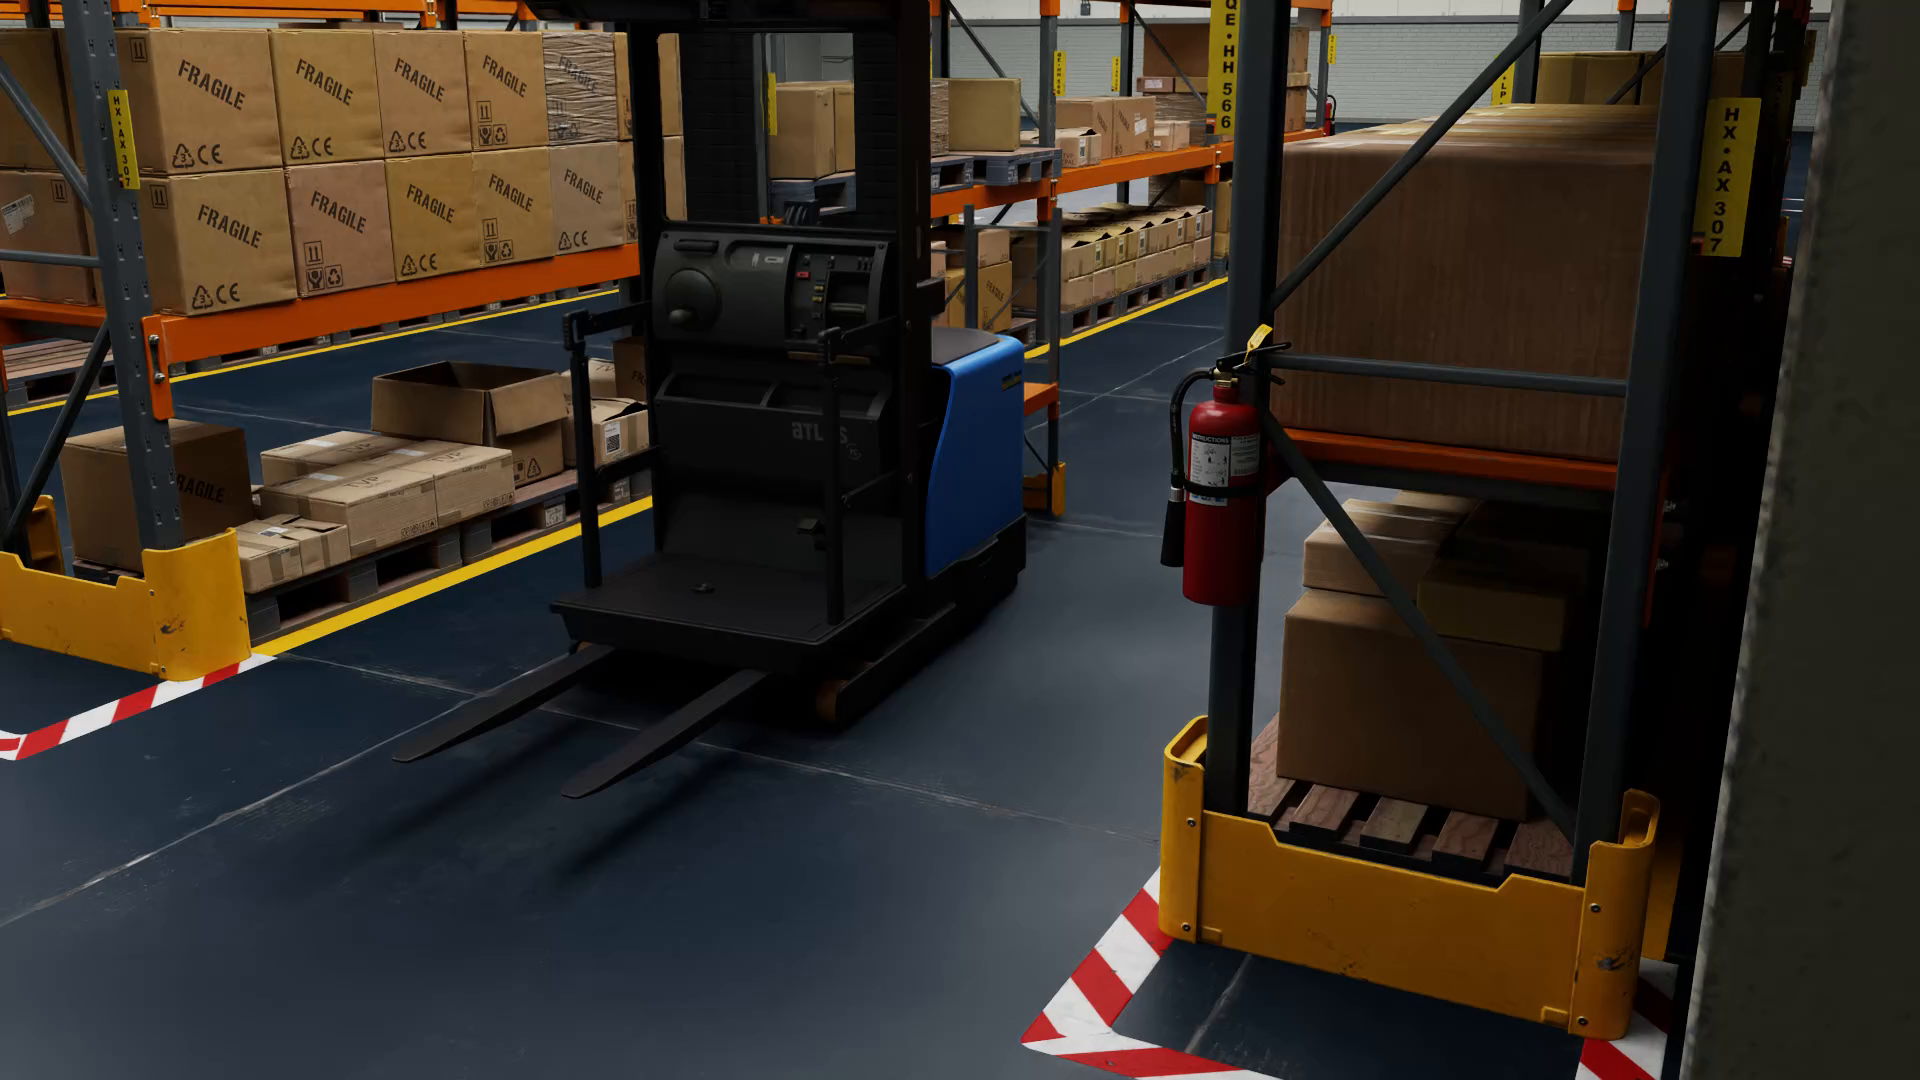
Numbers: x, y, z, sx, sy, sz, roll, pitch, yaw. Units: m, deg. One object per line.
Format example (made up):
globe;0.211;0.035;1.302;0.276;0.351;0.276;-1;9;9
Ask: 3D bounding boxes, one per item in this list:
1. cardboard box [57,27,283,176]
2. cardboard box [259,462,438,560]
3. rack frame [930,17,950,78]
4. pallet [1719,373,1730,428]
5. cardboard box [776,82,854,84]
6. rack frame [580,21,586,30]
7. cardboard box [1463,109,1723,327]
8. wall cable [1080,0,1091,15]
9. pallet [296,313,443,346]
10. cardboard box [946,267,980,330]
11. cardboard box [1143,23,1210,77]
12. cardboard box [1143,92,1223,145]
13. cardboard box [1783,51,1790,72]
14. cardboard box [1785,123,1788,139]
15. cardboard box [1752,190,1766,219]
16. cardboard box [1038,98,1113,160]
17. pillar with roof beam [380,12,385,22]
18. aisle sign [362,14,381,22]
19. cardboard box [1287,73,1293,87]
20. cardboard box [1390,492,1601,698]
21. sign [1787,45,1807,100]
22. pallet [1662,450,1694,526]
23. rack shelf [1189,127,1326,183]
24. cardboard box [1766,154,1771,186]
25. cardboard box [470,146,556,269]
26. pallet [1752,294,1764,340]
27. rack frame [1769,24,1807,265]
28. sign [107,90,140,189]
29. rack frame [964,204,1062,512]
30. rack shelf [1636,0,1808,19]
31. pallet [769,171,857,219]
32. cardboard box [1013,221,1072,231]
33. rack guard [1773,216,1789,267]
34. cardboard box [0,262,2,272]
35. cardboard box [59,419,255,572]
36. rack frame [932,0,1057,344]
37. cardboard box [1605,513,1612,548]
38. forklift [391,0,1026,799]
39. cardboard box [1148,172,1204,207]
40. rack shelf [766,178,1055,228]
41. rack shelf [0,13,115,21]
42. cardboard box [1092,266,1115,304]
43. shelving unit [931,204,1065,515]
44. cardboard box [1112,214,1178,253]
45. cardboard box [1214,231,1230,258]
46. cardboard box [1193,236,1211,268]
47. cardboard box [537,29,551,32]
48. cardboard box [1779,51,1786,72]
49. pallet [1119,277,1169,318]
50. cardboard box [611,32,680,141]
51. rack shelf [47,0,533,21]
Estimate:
cardboard box;-2.886;-1.616;6.099;0.500;0.500;0.500;9;19;27
cardboard box;-2.600;-0.132;7.091;0.500;0.250;0.500;8;18;25
rack frame;-0.601;-5.716;21.835;1.000;3.000;0.127;8;18;25
pallet;4.268;-0.890;10.483;1.003;0.211;1.213;8;18;25
cardboard box;-0.799;-2.735;10.886;0.700;0.500;0.500;3;17;11
rack frame;-5.032;-6.346;23.956;1.000;3.000;0.127;8;18;25
cardboard box;2.312;-1.221;6.175;0.980;0.700;0.700;8;18;24
wall cable;4.933;-19.693;52.382;2.305;6.003;0.169;8;18;25
pallet;-5.037;-1.826;13.635;1.003;0.211;1.213;8;18;25
cardboard box;-0.185;-1.660;11.796;0.500;0.500;0.500;7;18;23
cardboard box;2.234;-4.850;16.464;0.700;0.500;0.500;8;18;26
cardboard box;2.234;-4.228;16.648;0.700;0.500;0.500;8;18;24
cardboard box;4.717;-2.829;10.064;0.500;0.250;0.500;9;19;27
cardboard box;8.004;-4.116;16.676;0.500;0.250;0.500;9;19;27
cardboard box;4.373;-1.923;9.472;0.380;0.149;0.250;8;18;24
cardboard box;0.989;-3.524;14.281;0.500;0.500;0.500;7;18;22
pillar with roof beam;-10.244;-13.560;37.706;9.100;9.000;0.400;8;18;25
aisle sign;-9.124;-8.229;25.730;0.394;0.787;0.004;8;18;25
cardboard box;3.484;-5.126;18.535;0.380;0.149;0.250;8;18;26
cardboard box;1.784;0.170;5.670;0.700;0.500;0.500;7;18;24
sign;5.186;-2.903;10.330;0.100;0.325;0.005;8;18;25
pallet;3.178;-0.268;8.391;1.003;0.211;1.213;8;18;25
rack shelf;2.935;-4.231;18.097;1.077;0.370;4.000;8;18;25
cardboard box;4.250;-2.208;9.290;0.500;0.500;0.500;8;19;26
cardboard box;-2.209;-1.523;7.543;0.500;0.500;0.500;8;18;26
pallet;6.128;-1.901;13.889;1.003;0.211;1.213;8;18;25
rack frame;8.262;-4.456;17.591;1.000;3.000;0.127;8;18;25
sign;-2.835;-1.355;5.633;0.100;0.325;0.005;8;18;25
rack frame;0.252;-0.891;8.224;0.500;1.500;0.032;7;18;23
rack shelf;5.581;-4.020;12.121;1.077;0.370;4.000;8;18;25
pallet;-1.078;-2.126;10.084;1.003;0.211;1.213;8;18;25
cardboard box;0.722;-2.625;14.536;0.500;0.311;0.500;8;18;25
rack guard;8.228;-3.238;17.882;1.175;0.500;0.348;8;18;25
cardboard box;-9.339;-3.092;15.994;1.225;0.875;0.875;8;18;26
cardboard box;-3.298;-0.192;6.853;0.500;0.500;0.500;8;18;25
rack frame;0.254;-3.047;12.849;1.000;3.000;0.127;8;18;25
cardboard box;1.910;-0.086;5.391;0.380;0.149;0.250;8;18;26
forklift;-0.769;-0.904;5.754;1.130;2.935;3.031;7;18;23
cardboard box;2.287;-3.580;17.419;0.500;0.500;0.500;8;18;25
rack shelf;-0.639;-2.193;11.236;1.077;0.370;4.000;8;18;25
rack shelf;-14.791;-8.191;26.161;1.077;0.370;4.000;8;18;25
cardboard box;0.975;-2.154;13.935;0.500;0.250;0.500;8;18;24
shelving unit;0.043;-0.756;7.771;0.587;1.500;1.083;7;18;23
cardboard box;1.665;-2.818;15.185;0.500;0.311;0.500;8;18;25
cardboard box;2.520;-3.029;16.879;0.500;0.250;0.500;8;18;25
cardboard box;2.116;-2.807;16.131;0.500;0.250;0.500;8;18;25
cardboard box;-5.731;-6.463;21.895;0.500;0.500;0.500;8;18;25
cardboard box;4.482;-2.697;9.621;0.500;0.250;0.500;7;18;24
pallet;1.203;-2.225;14.978;1.003;0.211;1.213;8;18;25
cardboard box;-1.754;-2.263;8.277;0.500;0.500;0.500;8;18;24
rack shelf;-5.069;-4.262;12.934;1.077;0.370;4.000;8;18;25
